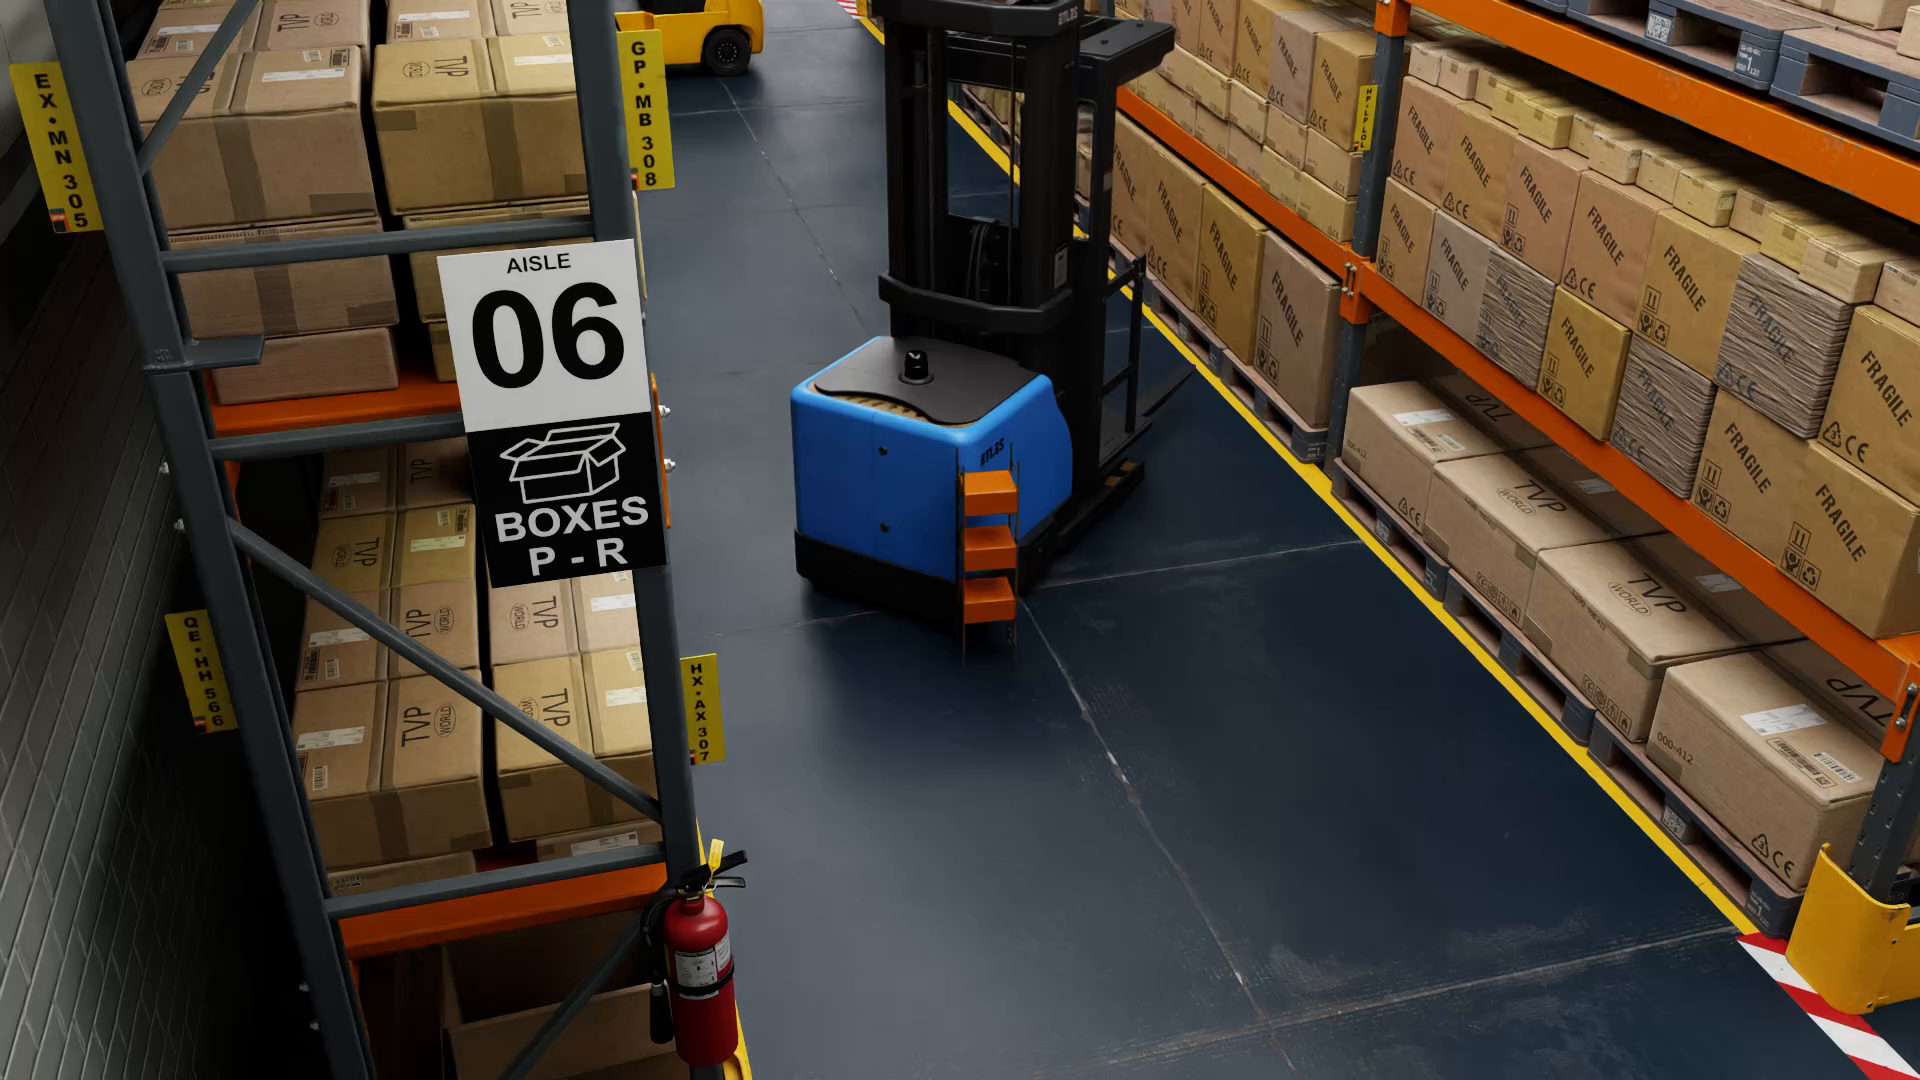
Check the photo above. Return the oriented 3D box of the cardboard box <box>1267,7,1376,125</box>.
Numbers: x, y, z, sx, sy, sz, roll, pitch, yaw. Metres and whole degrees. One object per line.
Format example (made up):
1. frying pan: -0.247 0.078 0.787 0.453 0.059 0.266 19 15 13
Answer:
1. cardboard box: 2.048 -2.627 9.197 0.500 0.500 0.500 -7 31 -12

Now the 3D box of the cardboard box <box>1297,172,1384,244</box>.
1. cardboard box: 2.191 -1.838 9.081 0.500 0.250 0.500 -9 31 -14

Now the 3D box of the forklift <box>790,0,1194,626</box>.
1. forklift: 0.366 -1.561 8.521 1.130 2.935 3.031 17 34 26

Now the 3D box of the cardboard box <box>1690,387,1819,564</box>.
1. cardboard box: 3.113 -0.274 6.129 0.500 0.500 0.500 -8 31 -14

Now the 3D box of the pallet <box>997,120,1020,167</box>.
1. pallet: 0.965 -3.411 14.432 1.003 0.211 1.213 -8 31 -13

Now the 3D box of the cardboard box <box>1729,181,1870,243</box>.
1. cardboard box: 3.058 -1.187 6.062 0.380 0.149 0.250 -8 31 -14

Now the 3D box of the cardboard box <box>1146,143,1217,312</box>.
1. cardboard box: 1.827 -2.138 11.152 0.875 0.875 0.875 -7 31 -13

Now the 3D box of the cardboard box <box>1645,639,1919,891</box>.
1. cardboard box: 3.343 0.833 6.454 0.875 0.438 0.875 -9 31 -15

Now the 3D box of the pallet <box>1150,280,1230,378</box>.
1. pallet: 1.948 -1.466 11.072 1.003 0.211 1.213 -8 31 -13

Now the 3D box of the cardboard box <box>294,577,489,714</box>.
1. cardboard box: -1.683 0.374 4.963 0.500 0.250 0.500 -8 31 -13

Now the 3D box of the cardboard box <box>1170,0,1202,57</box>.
1. cardboard box: 1.650 -3.367 10.475 0.500 0.500 0.500 -7 31 -12

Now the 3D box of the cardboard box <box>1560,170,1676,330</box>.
1. cardboard box: 2.831 -1.196 6.725 0.500 0.500 0.500 -8 31 -14

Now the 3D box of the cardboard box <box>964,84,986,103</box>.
1. cardboard box: 0.571 -4.375 15.519 0.950 0.372 0.625 -7 31 -13

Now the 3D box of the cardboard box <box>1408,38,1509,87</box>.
1. cardboard box: 2.387 -2.290 7.966 0.380 0.149 0.250 -8 31 -14

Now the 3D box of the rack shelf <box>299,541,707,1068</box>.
1. rack shelf: -1.701 0.219 6.095 1.077 0.370 4.000 -8 31 -13

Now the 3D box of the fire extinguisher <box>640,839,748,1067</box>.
1. fire extinguisher: -0.685 1.078 4.343 0.296 0.674 0.183 -8 31 -13

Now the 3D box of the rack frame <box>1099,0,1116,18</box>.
1. rack frame: 1.491 -3.652 12.065 1.000 3.000 0.127 -8 31 -13

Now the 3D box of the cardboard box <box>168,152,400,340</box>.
1. cardboard box: -1.550 -0.667 3.767 0.500 0.250 0.500 -8 31 -14

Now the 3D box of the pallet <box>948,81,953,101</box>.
1. pallet: 0.217 -4.697 16.654 1.003 0.211 1.213 -8 31 -13

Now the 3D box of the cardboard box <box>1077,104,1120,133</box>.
1. cardboard box: 1.148 -3.326 13.706 0.950 0.372 0.625 -8 31 -14

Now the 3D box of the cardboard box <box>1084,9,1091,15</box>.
1. cardboard box: 1.037 -3.972 12.450 0.380 0.149 0.250 -7 31 -13

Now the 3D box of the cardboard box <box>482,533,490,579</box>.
1. cardboard box: -1.302 0.067 5.493 0.500 0.250 0.500 -8 31 -14

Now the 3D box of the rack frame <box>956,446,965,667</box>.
1. rack frame: 0.001 0.086 7.553 0.008 1.050 0.200 -5 30 -8

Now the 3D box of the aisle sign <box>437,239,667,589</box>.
1. aisle sign: -0.869 -0.258 3.606 0.394 0.787 0.004 -8 31 -13

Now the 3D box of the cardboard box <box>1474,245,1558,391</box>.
1. cardboard box: 2.681 -1.017 7.413 0.500 0.500 0.500 -8 31 -13

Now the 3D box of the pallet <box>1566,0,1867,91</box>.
1. pallet: 3.080 -1.995 6.297 1.003 0.211 1.213 -8 31 -13

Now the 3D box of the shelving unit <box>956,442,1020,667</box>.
1. shelving unit: 0.121 0.076 7.570 0.252 1.050 0.215 -5 30 -8

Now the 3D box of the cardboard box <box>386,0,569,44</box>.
1. cardboard box: -1.162 -1.201 4.189 0.500 0.250 0.500 -8 31 -14

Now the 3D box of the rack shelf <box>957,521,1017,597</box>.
1. rack shelf: 0.121 0.086 7.575 0.240 0.259 0.215 -5 30 -8

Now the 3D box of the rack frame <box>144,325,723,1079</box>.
1. rack frame: -1.170 0.874 4.246 1.000 3.000 0.127 -8 31 -13

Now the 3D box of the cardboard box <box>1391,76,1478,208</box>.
1. cardboard box: 2.446 -1.934 7.999 0.500 0.500 0.500 -8 31 -13

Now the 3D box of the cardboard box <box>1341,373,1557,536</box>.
1. cardboard box: 2.616 -0.475 8.716 0.875 0.438 0.875 -8 31 -14

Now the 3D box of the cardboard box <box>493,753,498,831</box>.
1. cardboard box: -1.525 0.727 4.750 0.380 0.149 0.250 -7 31 -12

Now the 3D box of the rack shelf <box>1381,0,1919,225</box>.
1. rack shelf: 3.084 -1.741 6.487 1.077 0.370 4.000 -8 31 -13

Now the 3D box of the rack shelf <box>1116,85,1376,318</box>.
1. rack shelf: 2.022 -2.375 10.577 1.077 0.370 4.000 -8 31 -13

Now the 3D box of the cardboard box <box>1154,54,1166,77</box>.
1. cardboard box: 1.524 -3.276 11.066 0.500 0.250 0.500 -7 31 -12

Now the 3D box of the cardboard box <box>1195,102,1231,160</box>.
1. cardboard box: 1.800 -2.580 10.362 0.500 0.250 0.500 -8 31 -13

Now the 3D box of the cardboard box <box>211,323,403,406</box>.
1. cardboard box: -1.478 -0.440 3.772 0.380 0.149 0.250 -7 31 -12

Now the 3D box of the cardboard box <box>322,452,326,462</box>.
1. cardboard box: -2.086 -0.356 6.224 0.500 0.250 0.500 -7 31 -12

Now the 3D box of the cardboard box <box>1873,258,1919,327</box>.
1. cardboard box: 3.236 -0.811 5.412 0.380 0.149 0.250 -7 31 -12

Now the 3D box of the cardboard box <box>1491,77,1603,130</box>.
1. cardboard box: 2.586 -1.922 7.331 0.380 0.149 0.250 -8 31 -14

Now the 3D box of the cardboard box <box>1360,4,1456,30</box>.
1. cardboard box: 2.552 -2.689 9.303 0.500 0.500 0.500 -8 31 -14

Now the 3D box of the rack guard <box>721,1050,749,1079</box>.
1. rack guard: -1.190 1.919 4.936 1.175 0.500 0.348 -8 31 -13

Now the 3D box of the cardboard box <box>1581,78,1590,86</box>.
1. cardboard box: 2.964 -2.107 7.650 0.380 0.149 0.250 -8 31 -13

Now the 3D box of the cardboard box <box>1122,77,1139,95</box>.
1. cardboard box: 1.379 -3.317 11.637 0.500 0.250 0.500 -8 31 -14

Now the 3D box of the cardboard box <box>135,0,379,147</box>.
1. cardboard box: -1.694 -1.134 4.074 0.500 0.250 0.500 -9 31 -15

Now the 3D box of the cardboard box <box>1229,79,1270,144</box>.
1. cardboard box: 1.919 -2.542 9.798 0.500 0.250 0.500 -7 31 -12

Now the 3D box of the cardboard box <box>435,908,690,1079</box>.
1. cardboard box: -1.241 1.464 5.299 0.797 0.503 0.637 -9 31 -15

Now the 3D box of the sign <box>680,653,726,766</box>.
1. sign: -0.647 0.427 4.154 0.100 0.325 0.005 -8 31 -13

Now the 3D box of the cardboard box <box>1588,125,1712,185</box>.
1. cardboard box: 2.773 -1.552 6.691 0.380 0.149 0.250 -8 31 -13

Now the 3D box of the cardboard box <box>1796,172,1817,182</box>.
1. cardboard box: 3.457 -1.382 6.397 0.380 0.149 0.250 -8 31 -13

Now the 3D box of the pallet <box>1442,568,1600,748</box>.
1. pallet: 3.007 0.455 7.754 1.003 0.211 1.213 -8 31 -13

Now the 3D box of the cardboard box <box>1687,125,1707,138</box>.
1. cardboard box: 3.220 -1.745 7.024 0.380 0.149 0.250 -8 31 -14

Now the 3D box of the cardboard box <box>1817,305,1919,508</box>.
1. cardboard box: 3.257 -0.465 5.462 0.500 0.500 0.500 -7 31 -12
